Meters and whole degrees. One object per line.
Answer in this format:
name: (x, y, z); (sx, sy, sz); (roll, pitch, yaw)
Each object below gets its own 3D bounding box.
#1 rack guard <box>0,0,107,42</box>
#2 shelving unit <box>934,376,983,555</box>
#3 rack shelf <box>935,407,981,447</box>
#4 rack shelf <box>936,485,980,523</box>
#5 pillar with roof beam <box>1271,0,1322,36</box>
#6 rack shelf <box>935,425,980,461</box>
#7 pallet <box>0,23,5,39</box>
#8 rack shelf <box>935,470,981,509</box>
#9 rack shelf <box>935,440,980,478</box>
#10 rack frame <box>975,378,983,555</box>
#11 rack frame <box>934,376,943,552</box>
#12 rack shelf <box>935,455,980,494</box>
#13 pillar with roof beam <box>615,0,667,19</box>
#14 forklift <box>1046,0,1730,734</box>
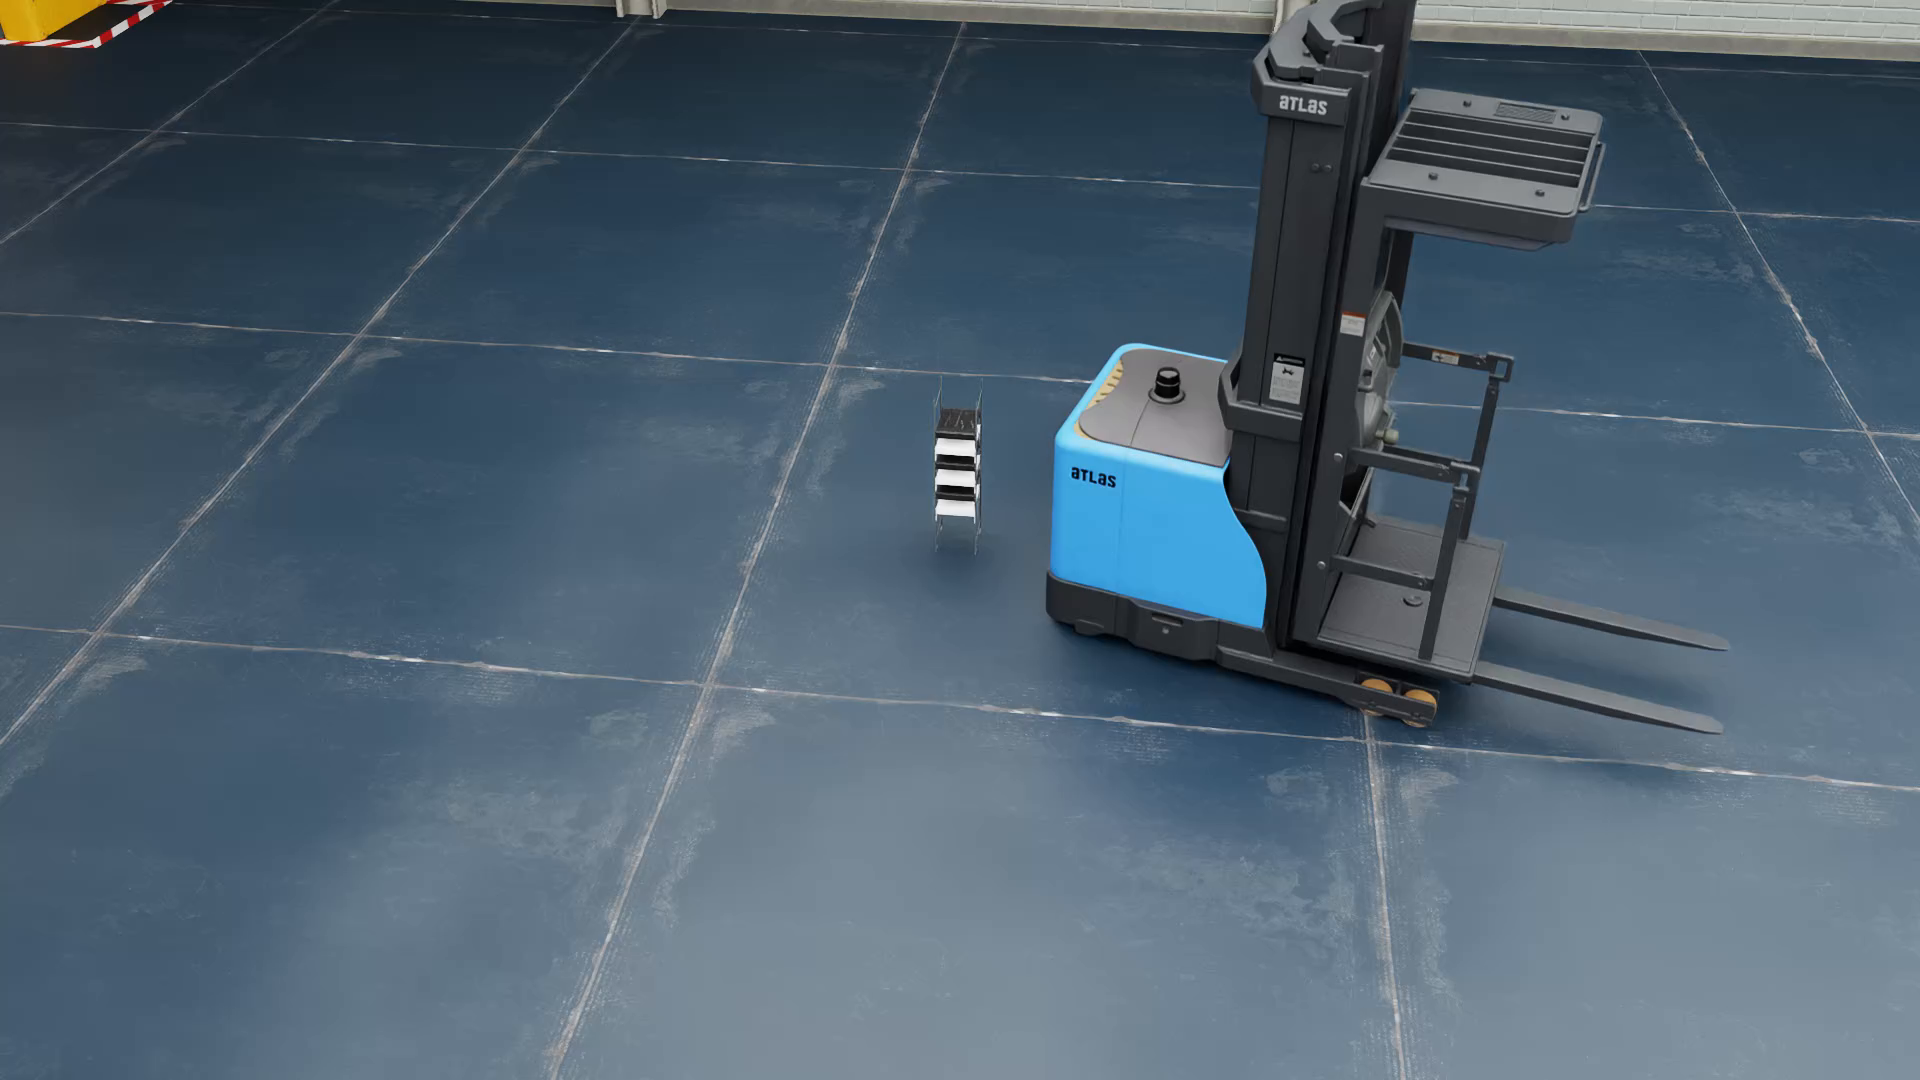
rack guard: (-8.311, -4.993, 15.173); (0.348, 0.500, 1.175); (4, 36, 6)
shelving unit: (-0.008, -0.367, 8.346); (0.210, 0.900, 0.258); (4, 36, 6)
rack shelf: (-0.008, -0.560, 8.209); (0.200, 0.077, 0.258); (4, 36, 6)
rack shelf: (-0.008, -0.193, 8.470); (0.200, 0.077, 0.258); (4, 36, 6)
pillar with roof beam: (2.444, -5.657, 8.787); (0.400, 9.000, 9.100); (4, 36, 6)
rack shelf: (-0.008, -0.486, 8.261); (0.200, 0.077, 0.258); (4, 36, 6)
pallet: (-9.098, -4.910, 15.305); (1.213, 0.211, 1.003); (4, 36, 6)
rack shelf: (-0.008, -0.267, 8.418); (0.200, 0.077, 0.258); (4, 36, 6)
rack shelf: (-0.008, -0.413, 8.314); (0.200, 0.077, 0.258); (4, 36, 6)
rack frame: (0.093, -0.359, 8.336); (0.006, 0.900, 0.240); (4, 36, 6)
rack frame: (-0.109, -0.374, 8.357); (0.006, 0.900, 0.240); (4, 36, 6)
rack shelf: (-0.008, -0.340, 8.366); (0.200, 0.077, 0.258); (4, 36, 6)
pillar with roof beam: (-3.508, -6.101, 9.409); (0.400, 9.000, 9.100); (4, 36, 6)
forklift: (1.979, -0.709, 7.077); (3.031, 2.935, 1.130); (14, 38, 18)
